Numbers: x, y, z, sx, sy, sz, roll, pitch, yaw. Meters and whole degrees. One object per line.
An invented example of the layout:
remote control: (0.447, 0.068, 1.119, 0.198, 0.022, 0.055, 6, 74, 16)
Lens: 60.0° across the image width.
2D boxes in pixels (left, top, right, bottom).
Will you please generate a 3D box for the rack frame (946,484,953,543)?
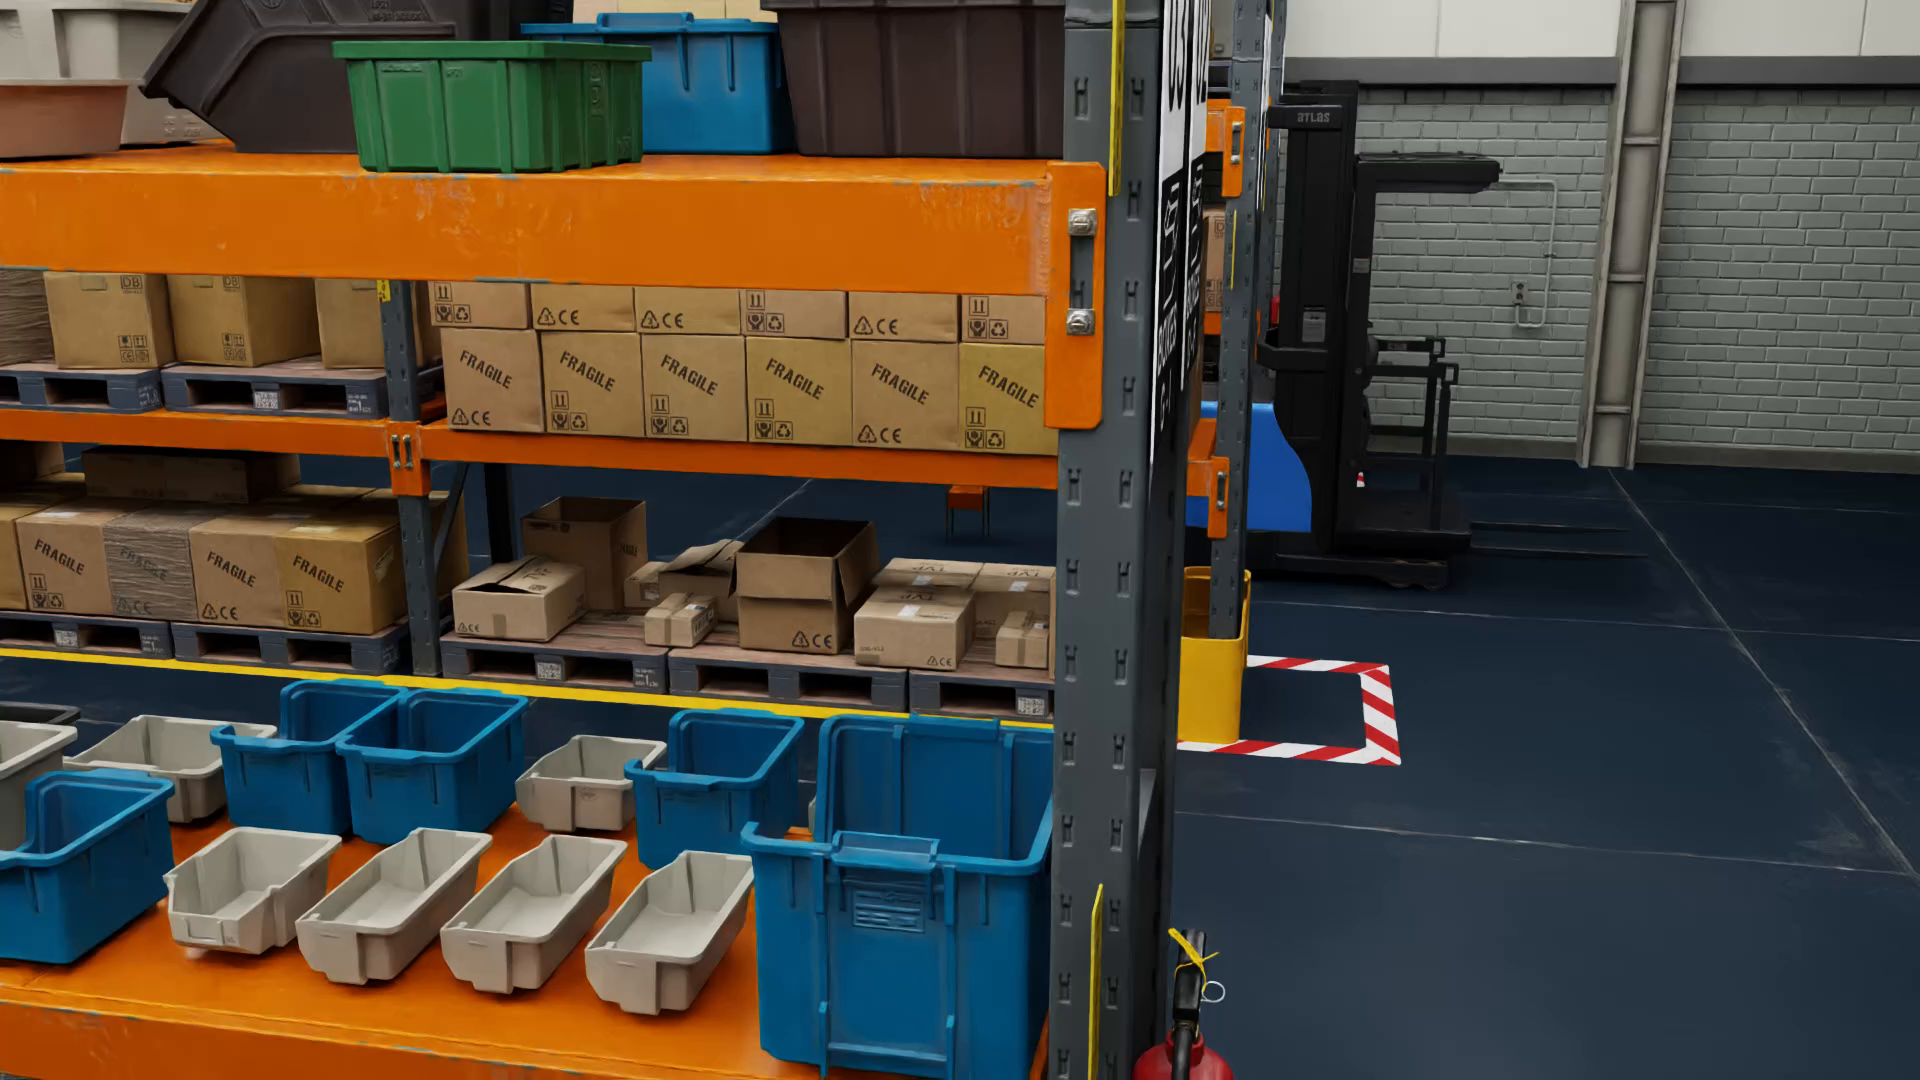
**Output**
rack frame: (-0.067, -0.510, 10.865, 0.008, 1.050, 0.200, 3, 16, 11)

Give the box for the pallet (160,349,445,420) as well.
pallet: (-3.389, -0.856, 8.824, 1.213, 0.211, 1.003, 3, 16, 11)

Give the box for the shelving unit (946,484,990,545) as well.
shelving unit: (0.052, -0.503, 10.842, 0.252, 1.050, 0.215, 3, 16, 11)

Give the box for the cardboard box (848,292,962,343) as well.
cardboard box: (-0.203, -1.200, 7.644, 0.500, 0.500, 0.500, 4, 16, 13)

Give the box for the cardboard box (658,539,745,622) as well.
cardboard box: (-1.278, 0.202, 8.856, 0.500, 0.311, 0.500, 3, 16, 11)

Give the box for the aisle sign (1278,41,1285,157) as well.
aisle sign: (2.286, -3.131, 11.808, 0.004, 0.787, 0.394, 3, 16, 11)

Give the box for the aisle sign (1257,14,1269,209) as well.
aisle sign: (1.298, -1.834, 7.124, 0.004, 0.787, 0.394, 3, 16, 11)

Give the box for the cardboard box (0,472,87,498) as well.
cardboard box: (-5.077, -0.082, 9.527, 0.500, 0.500, 0.500, 3, 16, 9)

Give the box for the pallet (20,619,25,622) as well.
pallet: (-5.824, 0.303, 9.503, 1.213, 0.211, 1.003, 3, 16, 11)

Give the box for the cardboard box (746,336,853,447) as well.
cardboard box: (-0.692, -0.747, 7.883, 0.500, 0.500, 0.500, 3, 16, 10)

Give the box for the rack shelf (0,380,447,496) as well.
rack shelf: (-4.588, -0.637, 9.022, 4.000, 0.370, 1.077, 3, 16, 11)

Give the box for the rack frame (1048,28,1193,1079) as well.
rack frame: (0.301, 0.631, 3.096, 0.127, 3.000, 1.000, 3, 16, 11)

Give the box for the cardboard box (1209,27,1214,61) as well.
cardboard box: (1.609, -3.688, 12.374, 0.500, 0.250, 0.500, 4, 16, 14)

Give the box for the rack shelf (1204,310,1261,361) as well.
rack shelf: (0.316, -1.721, 12.932, 4.000, 0.370, 1.077, 3, 16, 11)

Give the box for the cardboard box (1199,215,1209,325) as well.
cardboard box: (0.910, -1.287, 7.961, 0.500, 0.500, 0.500, 4, 16, 13)

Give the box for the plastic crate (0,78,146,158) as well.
plastic crate: (-1.773, -0.733, 2.893, 0.530, 0.136, 0.437, 3, 16, 11)

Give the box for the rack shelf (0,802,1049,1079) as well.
rack shelf: (-1.659, 0.871, 3.576, 4.000, 0.370, 1.077, 3, 16, 11)

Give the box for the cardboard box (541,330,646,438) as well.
cardboard box: (-1.680, -0.801, 8.078, 0.500, 0.500, 0.500, 3, 16, 12)

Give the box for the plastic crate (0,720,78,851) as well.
plastic crate: (-2.159, 0.576, 3.405, 0.530, 0.282, 0.437, 3, 16, 11)

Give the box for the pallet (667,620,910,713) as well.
pallet: (-0.756, 0.567, 8.549, 1.213, 0.211, 1.003, 3, 16, 11)

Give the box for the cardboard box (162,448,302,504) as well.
cardboard box: (-4.033, -0.389, 9.231, 0.500, 0.250, 0.500, 3, 16, 11)

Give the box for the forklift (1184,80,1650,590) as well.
forklift: (2.653, -1.269, 10.083, 3.031, 2.935, 1.130, 3, 16, 11)

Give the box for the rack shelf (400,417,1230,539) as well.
rack shelf: (-0.668, -0.425, 8.253, 4.000, 0.370, 1.077, 3, 16, 11)

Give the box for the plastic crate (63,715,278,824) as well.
plastic crate: (-1.852, 0.530, 3.841, 0.466, 0.136, 0.293, 3, 16, 11)

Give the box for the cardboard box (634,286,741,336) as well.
cardboard box: (-1.213, -1.254, 7.841, 0.500, 0.500, 0.500, 3, 16, 9)

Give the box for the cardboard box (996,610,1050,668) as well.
cardboard box: (0.331, 0.479, 8.127, 0.250, 0.166, 0.380, 3, 16, 11)

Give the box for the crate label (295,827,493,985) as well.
crate label: (-1.093, 0.705, 3.209, 0.243, 0.136, 0.396, 3, 16, 11)

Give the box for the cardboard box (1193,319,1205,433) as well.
cardboard box: (0.910, -0.806, 8.094, 0.500, 0.500, 0.500, 3, 16, 12)

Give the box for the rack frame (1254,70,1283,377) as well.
rack frame: (2.275, -1.961, 12.452, 0.127, 3.000, 1.000, 3, 16, 11)

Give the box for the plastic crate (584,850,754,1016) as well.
plastic crate: (-0.534, 0.733, 3.109, 0.243, 0.136, 0.396, 3, 16, 11)

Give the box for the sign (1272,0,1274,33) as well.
sign: (2.154, -3.654, 11.434, 0.005, 0.325, 0.100, 3, 16, 11)

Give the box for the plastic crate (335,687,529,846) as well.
plastic crate: (-1.165, 0.513, 3.722, 0.300, 0.233, 0.416, 3, 16, 11)

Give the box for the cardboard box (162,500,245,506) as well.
cardboard box: (-4.066, -0.029, 9.334, 0.500, 0.500, 0.500, 3, 16, 12)

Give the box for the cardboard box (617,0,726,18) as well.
cardboard box: (-1.223, -2.345, 7.565, 0.500, 0.250, 0.500, 3, 16, 11)

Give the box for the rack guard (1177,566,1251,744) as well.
rack guard: (1.217, 0.536, 8.122, 0.348, 0.500, 1.175, 3, 16, 11)

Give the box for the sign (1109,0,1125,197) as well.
sign: (0.207, -0.620, 2.187, 0.005, 0.325, 0.100, 3, 16, 11)

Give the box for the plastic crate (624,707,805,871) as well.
plastic crate: (-0.520, 0.548, 3.595, 0.300, 0.233, 0.416, 3, 16, 11)

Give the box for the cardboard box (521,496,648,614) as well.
cardboard box: (-2.013, 0.071, 8.975, 0.500, 0.500, 0.500, 3, 16, 11)

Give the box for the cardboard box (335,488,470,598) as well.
cardboard box: (-3.053, 0.025, 9.139, 0.500, 0.500, 0.500, 2, 16, 9)

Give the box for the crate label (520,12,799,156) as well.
crate label: (-0.539, -0.877, 3.198, 0.502, 0.251, 0.408, 3, 16, 11)

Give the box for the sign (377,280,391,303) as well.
sign: (-2.735, -1.290, 7.862, 0.005, 0.325, 0.100, 3, 16, 11)

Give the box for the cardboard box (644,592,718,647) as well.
cardboard box: (-1.410, 0.398, 8.419, 0.250, 0.166, 0.380, 3, 16, 11)

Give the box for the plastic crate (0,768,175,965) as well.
plastic crate: (-1.762, 0.640, 3.263, 0.300, 0.233, 0.416, 3, 16, 11)

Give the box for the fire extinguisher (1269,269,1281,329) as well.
fire extinguisher: (2.331, -1.615, 12.047, 0.183, 0.674, 0.296, 3, 16, 11)

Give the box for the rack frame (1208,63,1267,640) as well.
rack frame: (1.292, -0.665, 7.773, 0.127, 3.000, 1.000, 3, 16, 11)

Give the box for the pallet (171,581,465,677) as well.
pallet: (-3.432, 0.433, 9.034, 1.213, 0.211, 1.003, 3, 16, 11)

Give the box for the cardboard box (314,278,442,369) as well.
cardboard box: (-3.048, -1.212, 8.774, 0.500, 0.500, 0.700, -2, 16, -8)

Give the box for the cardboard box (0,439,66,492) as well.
cardboard box: (-5.528, -0.469, 9.520, 0.500, 0.250, 0.500, 4, 16, 13)

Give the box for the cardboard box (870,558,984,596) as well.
cardboard box: (-0.164, 0.292, 8.646, 0.500, 0.250, 0.500, 3, 16, 11)

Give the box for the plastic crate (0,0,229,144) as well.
plastic crate: (-1.809, -0.956, 3.429, 0.530, 0.282, 0.437, 3, 16, 11)

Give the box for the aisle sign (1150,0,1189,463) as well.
aisle sign: (0.313, -0.542, 2.459, 0.004, 0.787, 0.394, 3, 16, 11)

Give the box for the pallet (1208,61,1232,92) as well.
pallet: (1.546, -3.401, 12.196, 1.213, 0.211, 1.003, 3, 16, 11)

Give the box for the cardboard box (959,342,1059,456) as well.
cardboard box: (0.290, -0.692, 7.685, 0.500, 0.500, 0.500, 3, 16, 12)

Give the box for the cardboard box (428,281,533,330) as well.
cardboard box: (-2.222, -1.309, 8.038, 0.500, 0.500, 0.500, 4, 16, 13)

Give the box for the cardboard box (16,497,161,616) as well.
cardboard box: (-4.641, 0.082, 8.936, 0.500, 0.500, 0.500, 3, 16, 9)

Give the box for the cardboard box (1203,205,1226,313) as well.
cardboard box: (1.774, -2.130, 12.501, 0.700, 0.700, 0.980, 4, 16, 14)

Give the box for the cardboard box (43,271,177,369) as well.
cardboard box: (-4.371, -1.206, 8.753, 0.500, 0.500, 0.700, -1, 16, -3)

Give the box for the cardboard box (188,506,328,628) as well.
cardboard box: (-3.651, 0.135, 8.743, 0.500, 0.500, 0.500, 3, 16, 11)

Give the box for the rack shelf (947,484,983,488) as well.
rack shelf: (0.052, -0.493, 10.844, 0.240, 0.259, 0.215, 3, 16, 11)
